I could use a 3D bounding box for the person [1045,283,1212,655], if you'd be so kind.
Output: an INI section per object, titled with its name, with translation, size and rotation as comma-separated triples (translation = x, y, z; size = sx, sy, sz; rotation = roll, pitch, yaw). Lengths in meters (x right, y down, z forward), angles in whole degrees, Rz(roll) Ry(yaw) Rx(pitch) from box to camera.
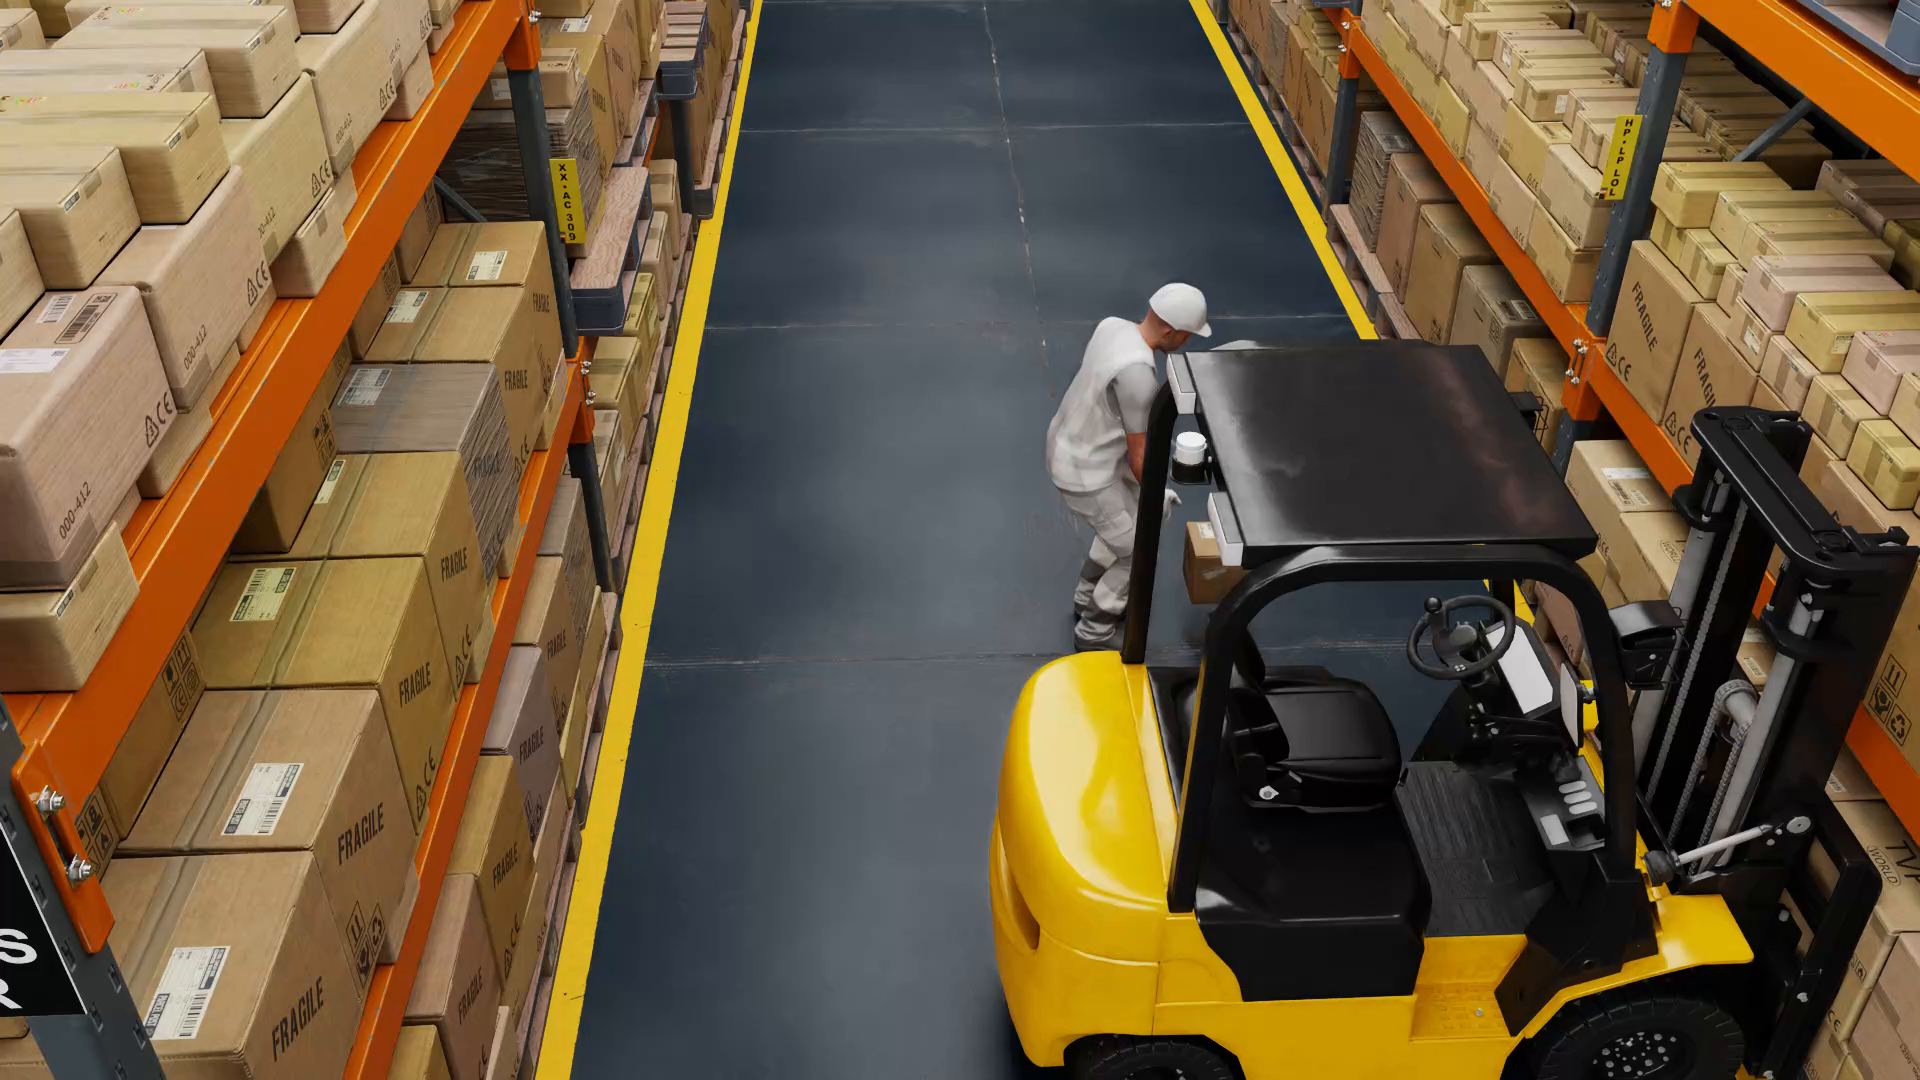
[person]
translation = 0.655, -0.301, 6.718
size = 0.625, 1.604, 0.572
rotation = -1, 35, -2
